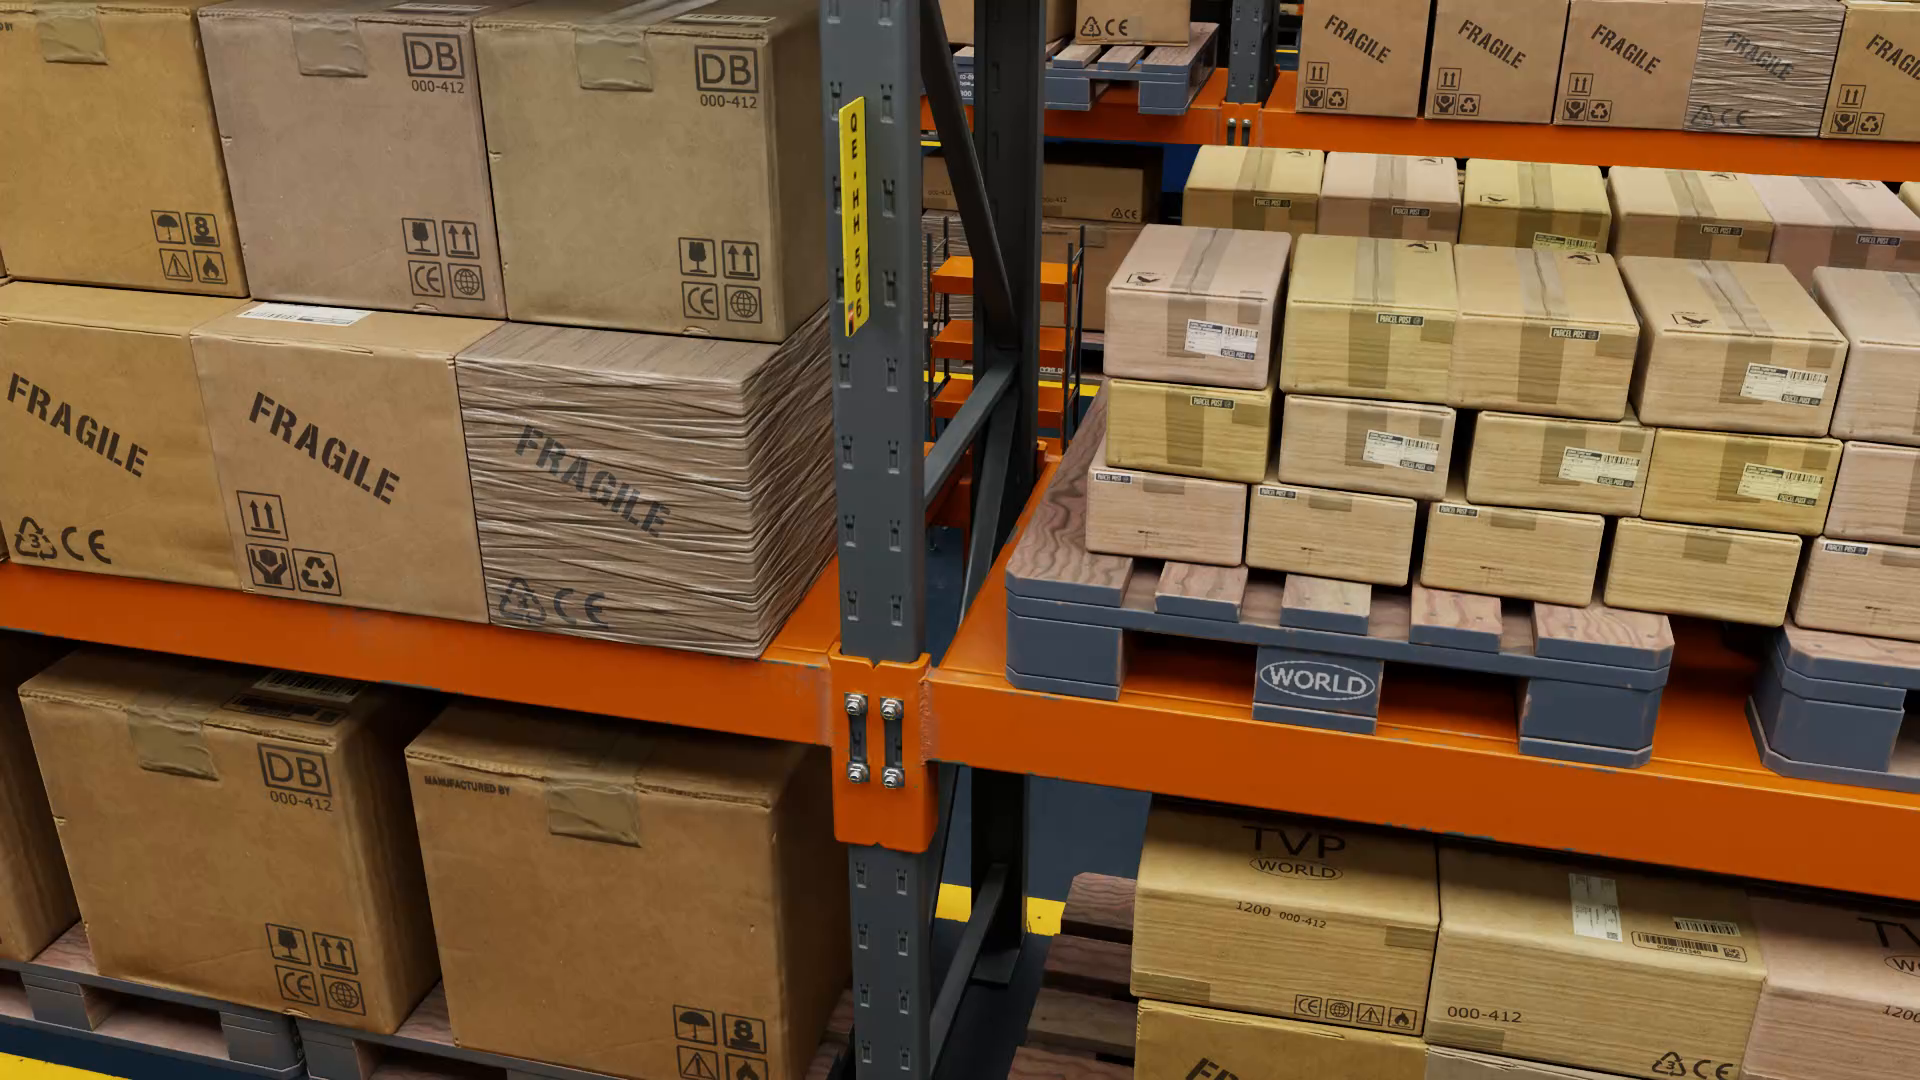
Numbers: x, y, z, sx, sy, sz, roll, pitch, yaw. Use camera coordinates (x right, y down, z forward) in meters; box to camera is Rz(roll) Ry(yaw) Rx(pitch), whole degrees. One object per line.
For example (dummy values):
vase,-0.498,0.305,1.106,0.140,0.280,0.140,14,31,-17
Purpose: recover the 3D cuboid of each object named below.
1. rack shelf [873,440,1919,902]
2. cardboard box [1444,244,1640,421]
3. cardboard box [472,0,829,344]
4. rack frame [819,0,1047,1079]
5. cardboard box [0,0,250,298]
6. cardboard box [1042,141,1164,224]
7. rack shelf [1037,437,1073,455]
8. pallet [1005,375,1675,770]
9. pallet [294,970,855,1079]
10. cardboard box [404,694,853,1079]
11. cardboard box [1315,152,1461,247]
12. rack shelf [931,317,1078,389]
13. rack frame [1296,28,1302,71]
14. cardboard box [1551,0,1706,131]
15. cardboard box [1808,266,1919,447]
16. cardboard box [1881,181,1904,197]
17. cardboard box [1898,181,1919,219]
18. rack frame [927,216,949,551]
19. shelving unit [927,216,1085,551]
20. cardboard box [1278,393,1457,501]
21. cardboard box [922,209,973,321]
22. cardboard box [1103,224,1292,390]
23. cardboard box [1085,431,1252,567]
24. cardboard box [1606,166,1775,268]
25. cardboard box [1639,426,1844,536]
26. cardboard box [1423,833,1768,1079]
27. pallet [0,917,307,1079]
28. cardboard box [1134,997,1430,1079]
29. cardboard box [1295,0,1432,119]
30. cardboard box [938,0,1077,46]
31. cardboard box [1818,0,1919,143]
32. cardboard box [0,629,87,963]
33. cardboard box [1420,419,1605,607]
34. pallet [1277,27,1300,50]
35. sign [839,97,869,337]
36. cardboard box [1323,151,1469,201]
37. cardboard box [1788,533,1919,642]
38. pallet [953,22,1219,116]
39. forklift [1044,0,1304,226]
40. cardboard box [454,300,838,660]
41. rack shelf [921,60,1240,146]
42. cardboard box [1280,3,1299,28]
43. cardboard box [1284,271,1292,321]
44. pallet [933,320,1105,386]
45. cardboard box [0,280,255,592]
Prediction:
rack shelf,1.922,0.370,2.819,4.000,0.370,1.077,6,26,13
cardboard box,0.881,-0.327,2.560,0.250,0.149,0.380,6,26,13
cardboard box,-0.448,-0.717,2.988,0.500,0.500,0.700,6,26,13
rack frame,-0.015,-0.169,3.115,0.127,3.000,1.000,6,26,13
cardboard box,-1.435,-0.825,3.214,0.500,0.500,0.700,6,26,12
cardboard box,0.662,-1.691,7.835,0.500,0.250,0.500,7,26,15
rack shelf,0.160,-0.284,6.069,0.480,0.148,0.258,6,26,13
pallet,0.701,-0.050,3.089,1.003,0.211,1.213,6,26,13
pallet,-0.760,0.975,3.957,1.213,0.211,1.003,6,26,13
cardboard box,-0.583,0.555,3.723,0.750,0.750,1.050,6,26,12
cardboard box,0.816,-0.624,3.183,0.250,0.149,0.380,6,26,12
rack shelf,0.160,-0.665,5.888,0.480,0.148,0.258,6,26,13
rack frame,2.551,-4.285,11.760,0.127,3.000,1.000,6,26,13
cardboard box,2.718,-1.995,6.834,0.500,0.500,0.500,6,26,12
cardboard box,1.400,-0.271,2.441,0.250,0.149,0.380,8,26,15
cardboard box,3.701,-1.180,7.223,0.875,0.875,1.225,5,26,11
cardboard box,1.825,-0.512,2.948,0.250,0.149,0.380,8,26,16
rack frame,-0.076,-0.550,6.010,0.015,1.200,0.240,6,26,13
shelving unit,0.160,-0.524,5.955,0.503,1.200,0.258,6,26,13
cardboard box,0.666,-0.216,2.671,0.250,0.149,0.380,8,26,15
cardboard box,0.124,-1.410,8.119,0.500,0.500,0.700,4,26,9
cardboard box,0.388,-0.383,2.676,0.250,0.149,0.380,6,26,13
cardboard box,0.368,-0.113,2.801,0.250,0.149,0.380,6,26,12
cardboard box,1.329,-0.569,3.067,0.250,0.149,0.380,7,26,15
cardboard box,1.170,-0.161,2.557,0.250,0.149,0.380,6,26,13
cardboard box,1.083,0.661,2.920,0.500,0.250,0.500,6,26,12
pallet,-1.938,0.843,4.233,1.213,0.211,1.003,6,26,13
cardboard box,0.606,0.952,3.180,0.500,0.500,0.500,5,26,11
cardboard box,1.721,-2.102,7.060,0.500,0.500,0.500,7,26,15
cardboard box,0.219,-2.517,7.442,0.500,0.500,0.700,10,27,21
cardboard box,3.686,-1.885,6.603,0.500,0.500,0.500,6,26,12
cardboard box,-2.332,0.363,4.126,0.750,0.750,1.050,6,26,13
cardboard box,0.889,-0.055,2.680,0.250,0.149,0.380,8,27,16
pallet,3.001,-5.192,16.909,1.213,0.211,1.003,6,26,13
sign,-0.150,-0.460,2.380,0.005,0.325,0.100,6,26,13
cardboard box,1.981,-1.370,7.622,0.875,0.875,1.225,5,26,11
cardboard box,1.409,0.000,2.563,0.250,0.149,0.380,7,26,15
pallet,0.601,-2.168,7.537,1.003,0.211,1.213,6,26,13
forklift,1.981,-3.269,9.708,3.031,2.935,1.130,6,26,12
cardboard box,-0.518,-0.150,2.960,0.500,0.500,0.500,6,26,13
rack shelf,-0.619,-2.112,8.033,4.000,0.370,1.077,6,26,13
cardboard box,3.218,-5.249,16.497,0.500,0.250,0.500,7,26,14
cardboard box,0.577,-0.516,3.301,0.250,0.149,0.380,7,26,14
pallet,0.561,-1.048,8.205,1.213,0.211,1.003,6,26,13
cardboard box,-1.485,-0.258,3.185,0.500,0.500,0.500,6,26,12
